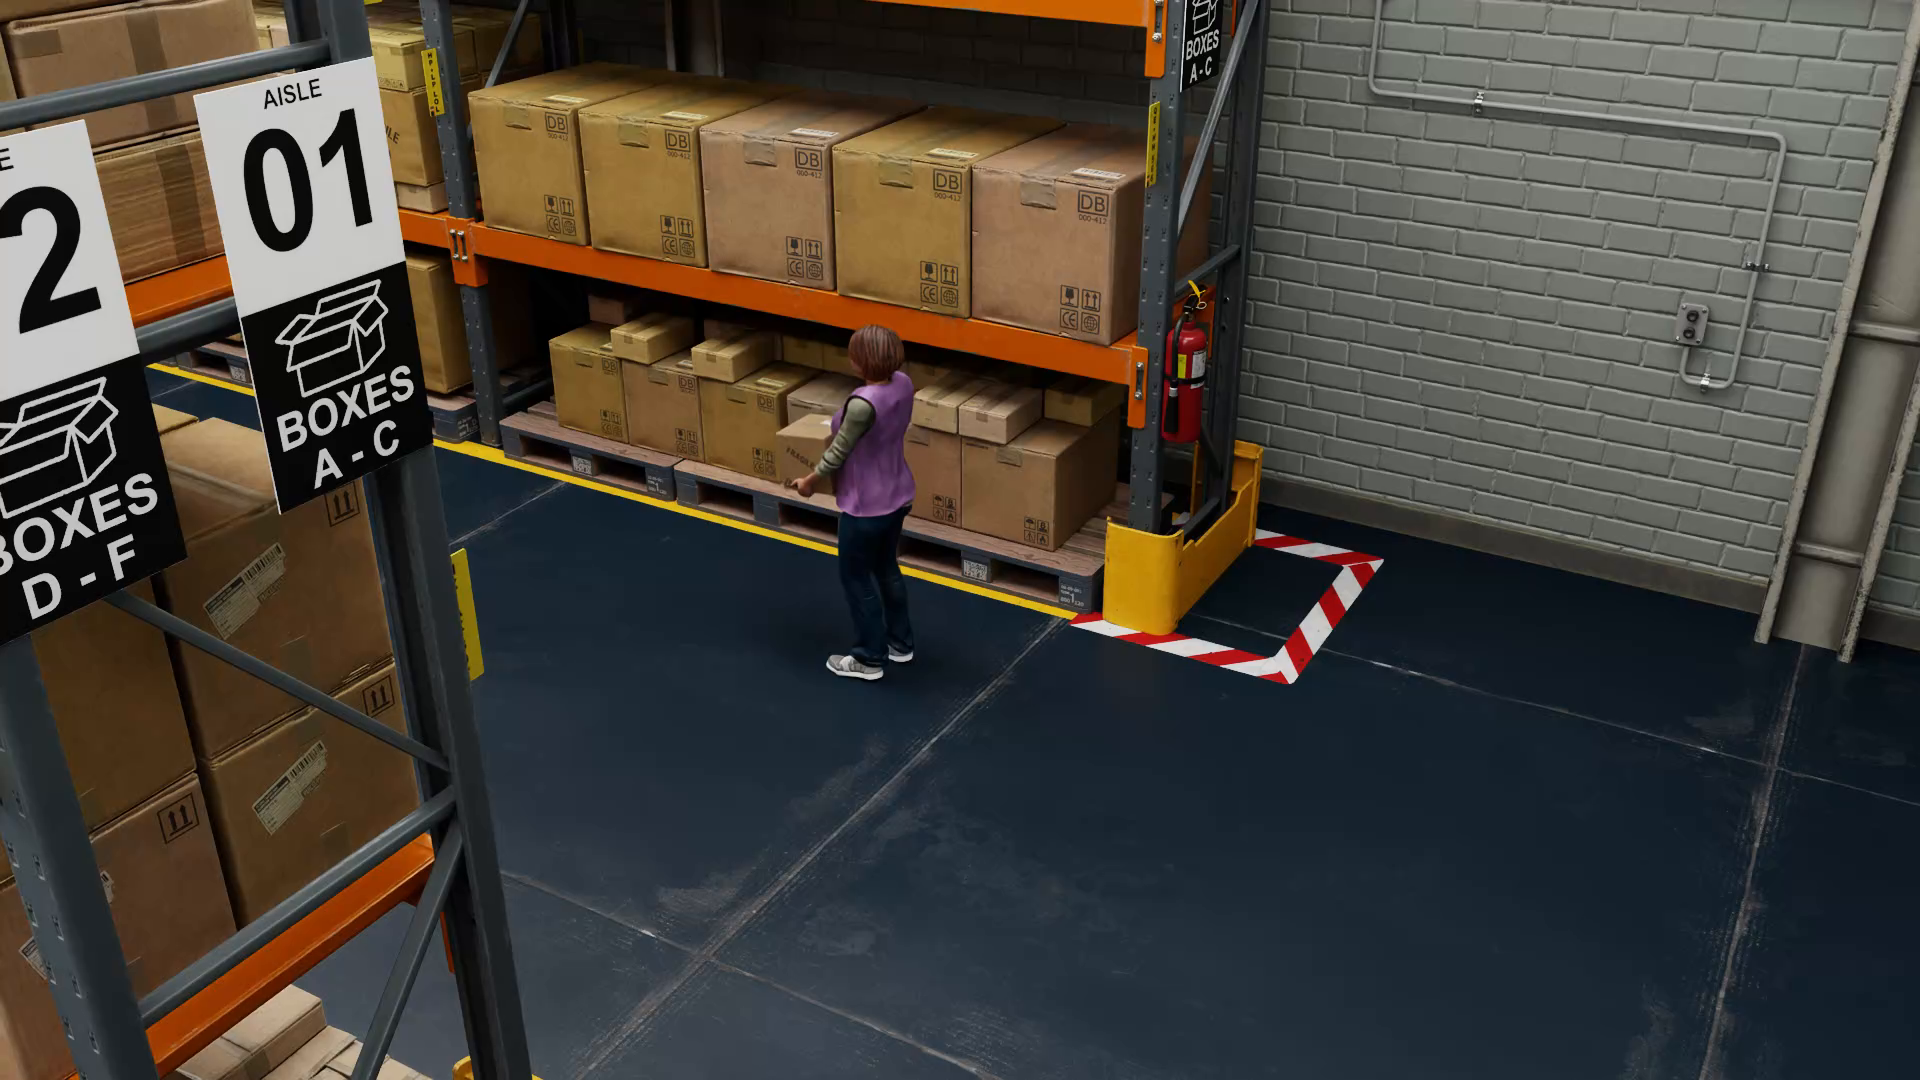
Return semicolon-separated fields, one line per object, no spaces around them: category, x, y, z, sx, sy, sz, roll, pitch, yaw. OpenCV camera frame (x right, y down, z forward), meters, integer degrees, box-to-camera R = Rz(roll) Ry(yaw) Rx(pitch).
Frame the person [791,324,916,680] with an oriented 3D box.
person;-0.430;-0.168;6.964;0.490;1.596;0.404;15;30;27
